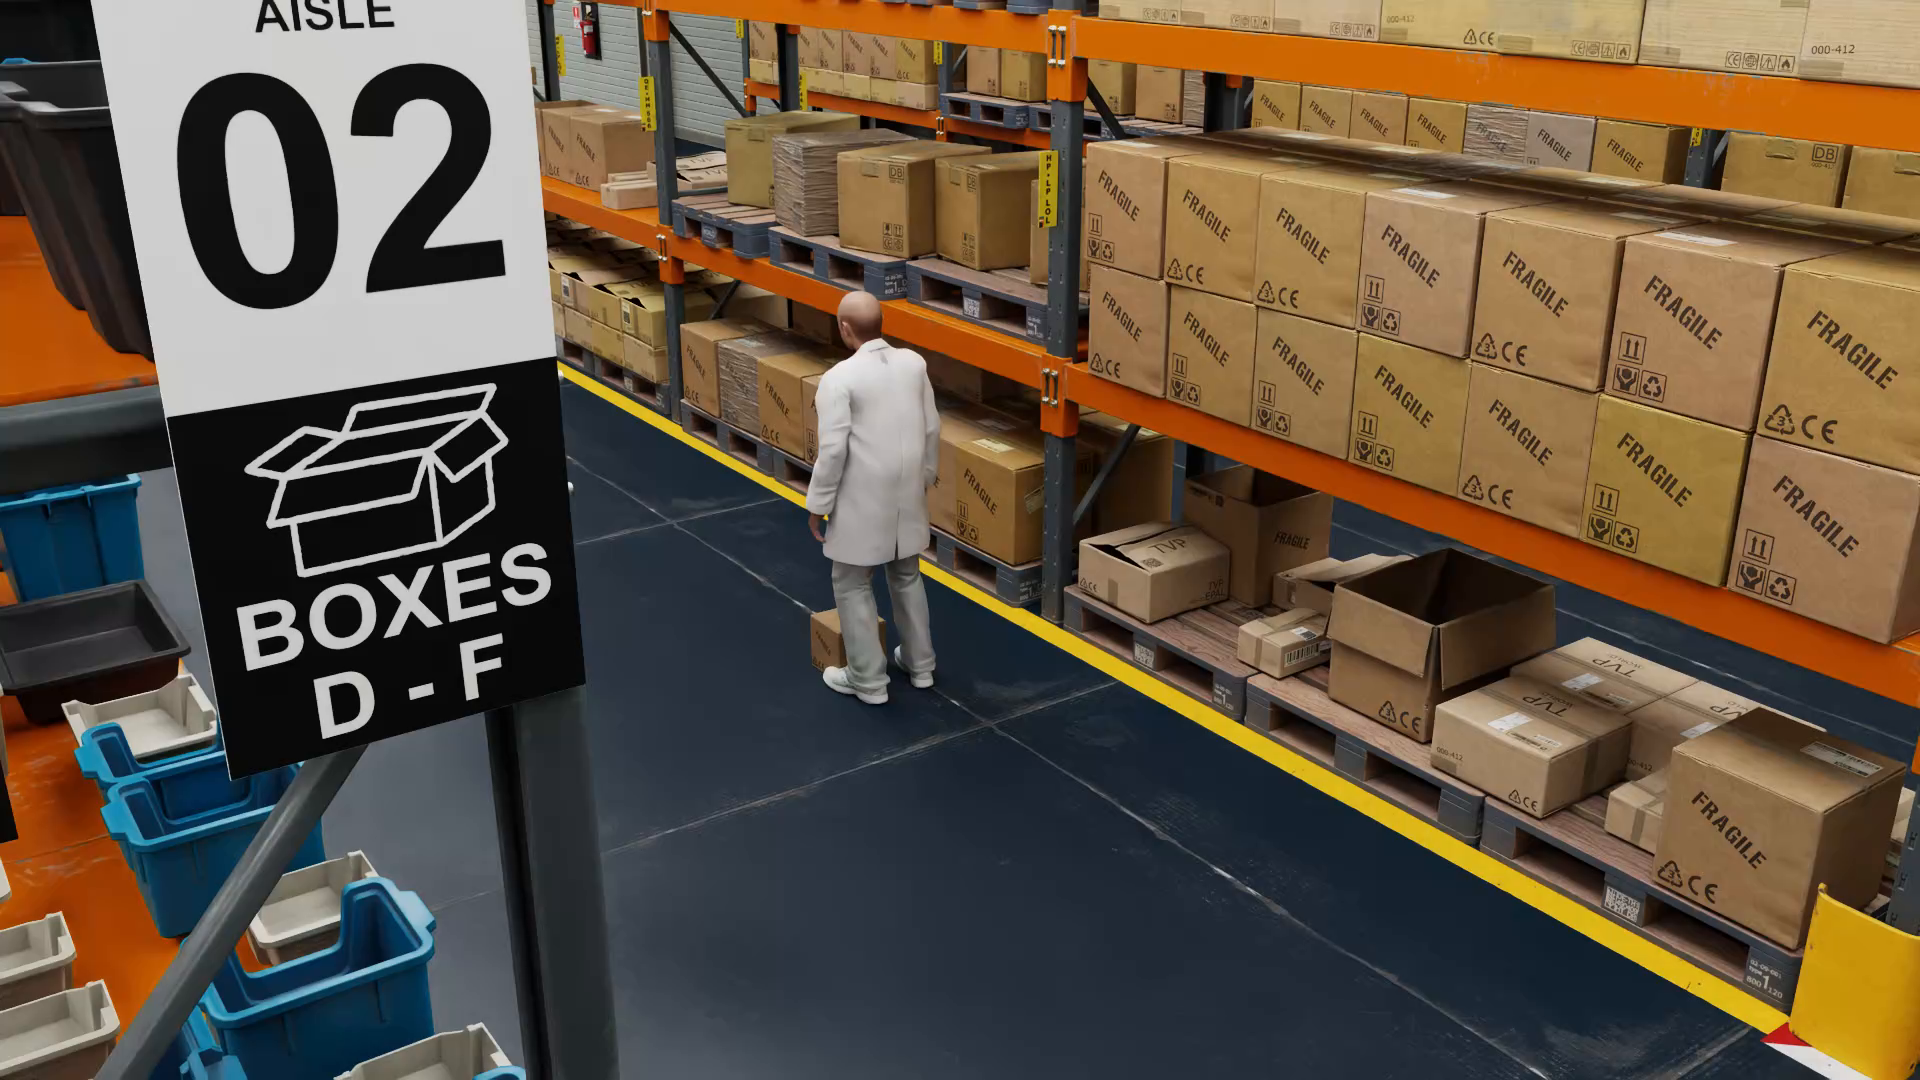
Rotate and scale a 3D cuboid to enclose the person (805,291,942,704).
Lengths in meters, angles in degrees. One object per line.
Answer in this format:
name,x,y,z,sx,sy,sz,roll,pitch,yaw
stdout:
person,-0.364,-0.175,7.057,0.655,1.775,0.419,-16,26,-35
